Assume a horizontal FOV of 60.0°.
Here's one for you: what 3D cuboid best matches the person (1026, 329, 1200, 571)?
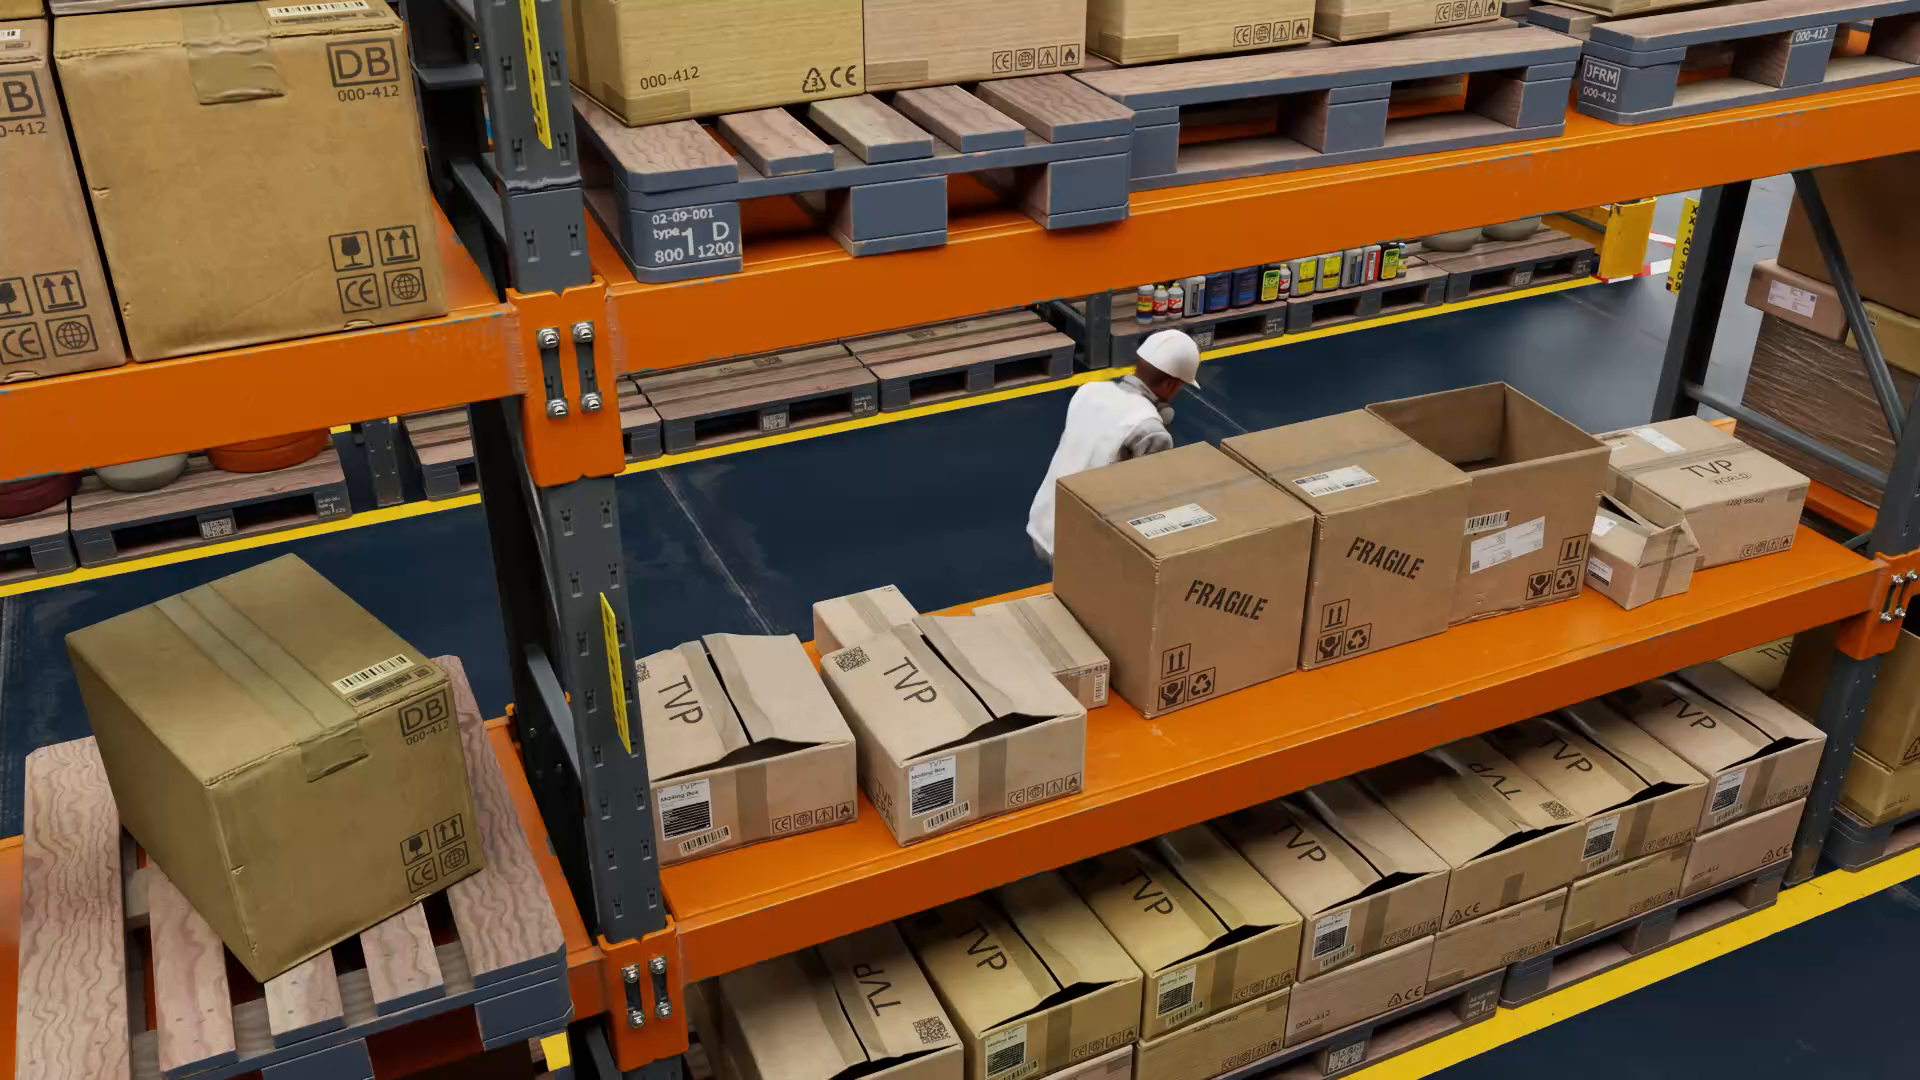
[{"bbox_3d":[0.587,-0.042,6.403,0.671,1.559,0.588,-13,32,-22],"label":"person"}]
